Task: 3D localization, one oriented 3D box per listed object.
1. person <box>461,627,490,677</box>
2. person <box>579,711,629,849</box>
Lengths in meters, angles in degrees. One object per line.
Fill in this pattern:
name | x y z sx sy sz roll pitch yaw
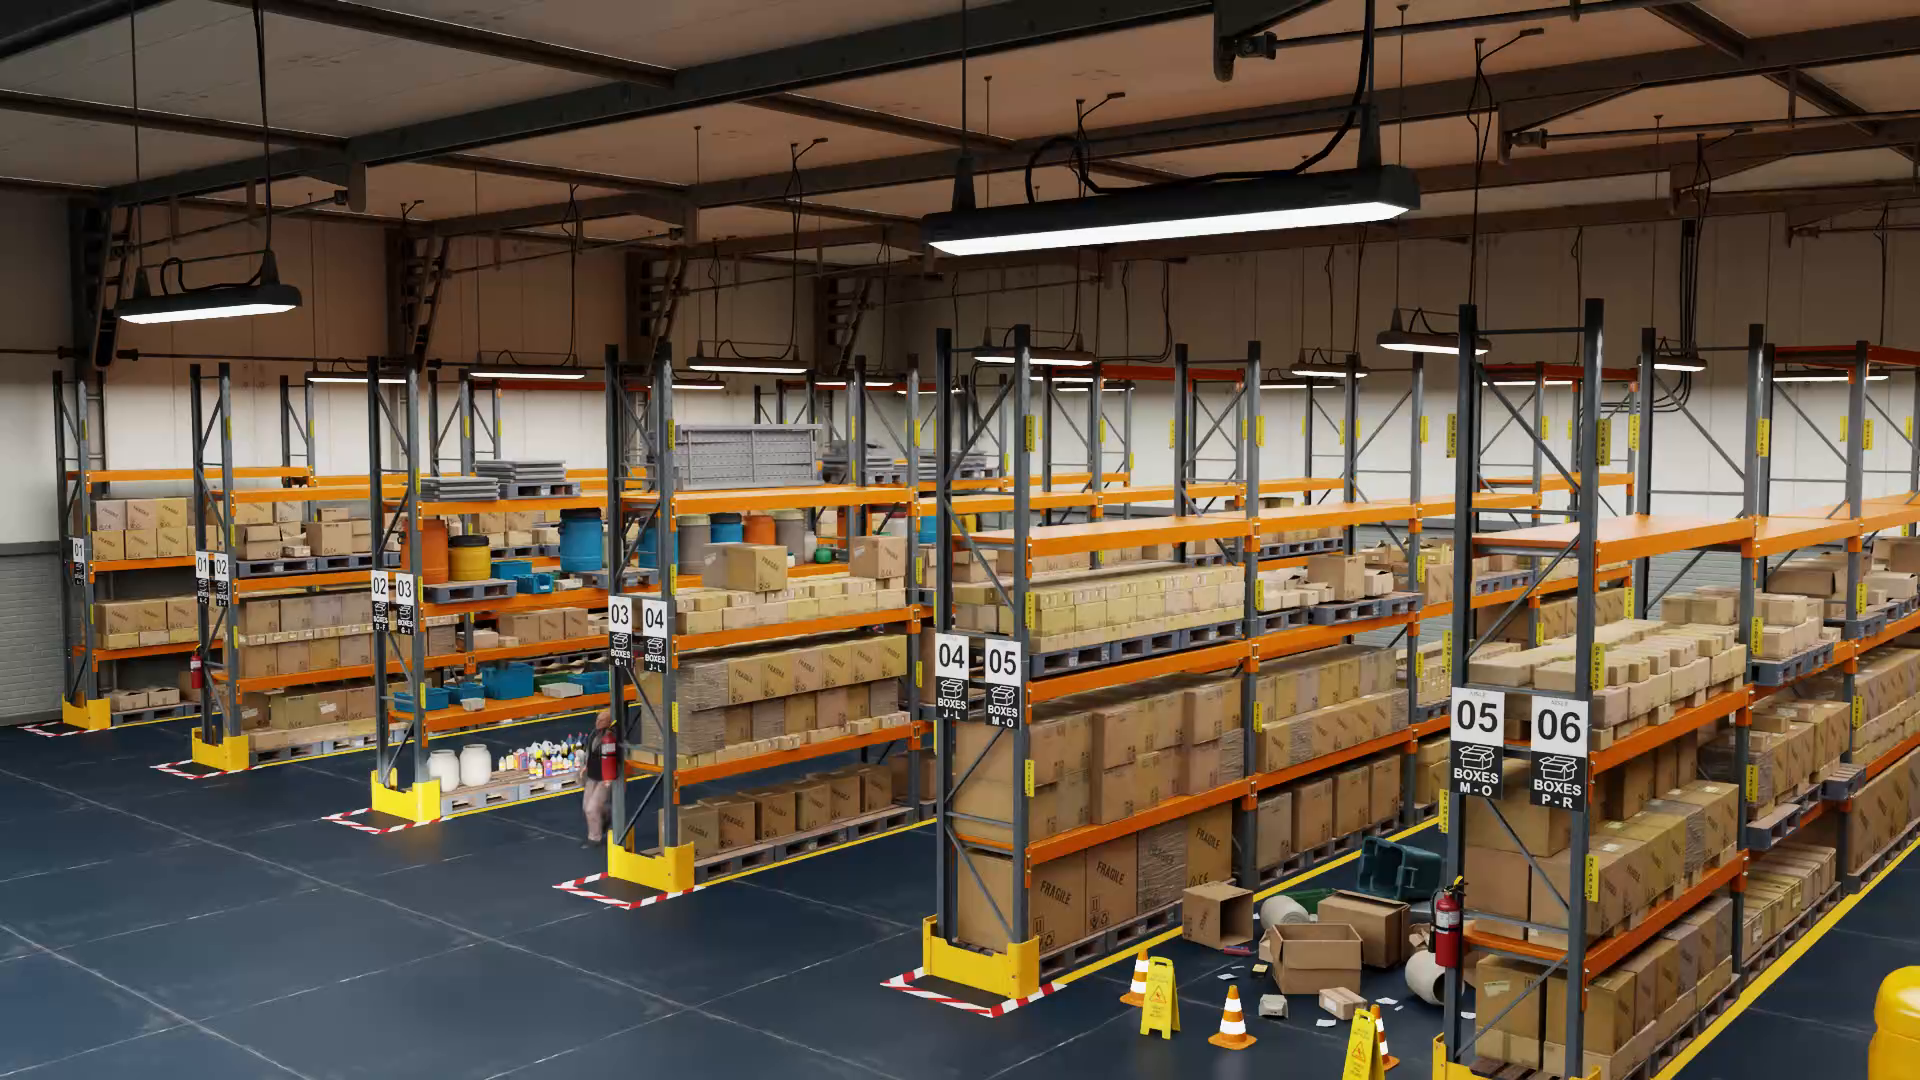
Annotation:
person | -8.789 2.272 29.981 0.591 1.480 0.782 2 4 22
person | -4.253 2.890 20.169 0.702 1.680 0.628 3 5 35
